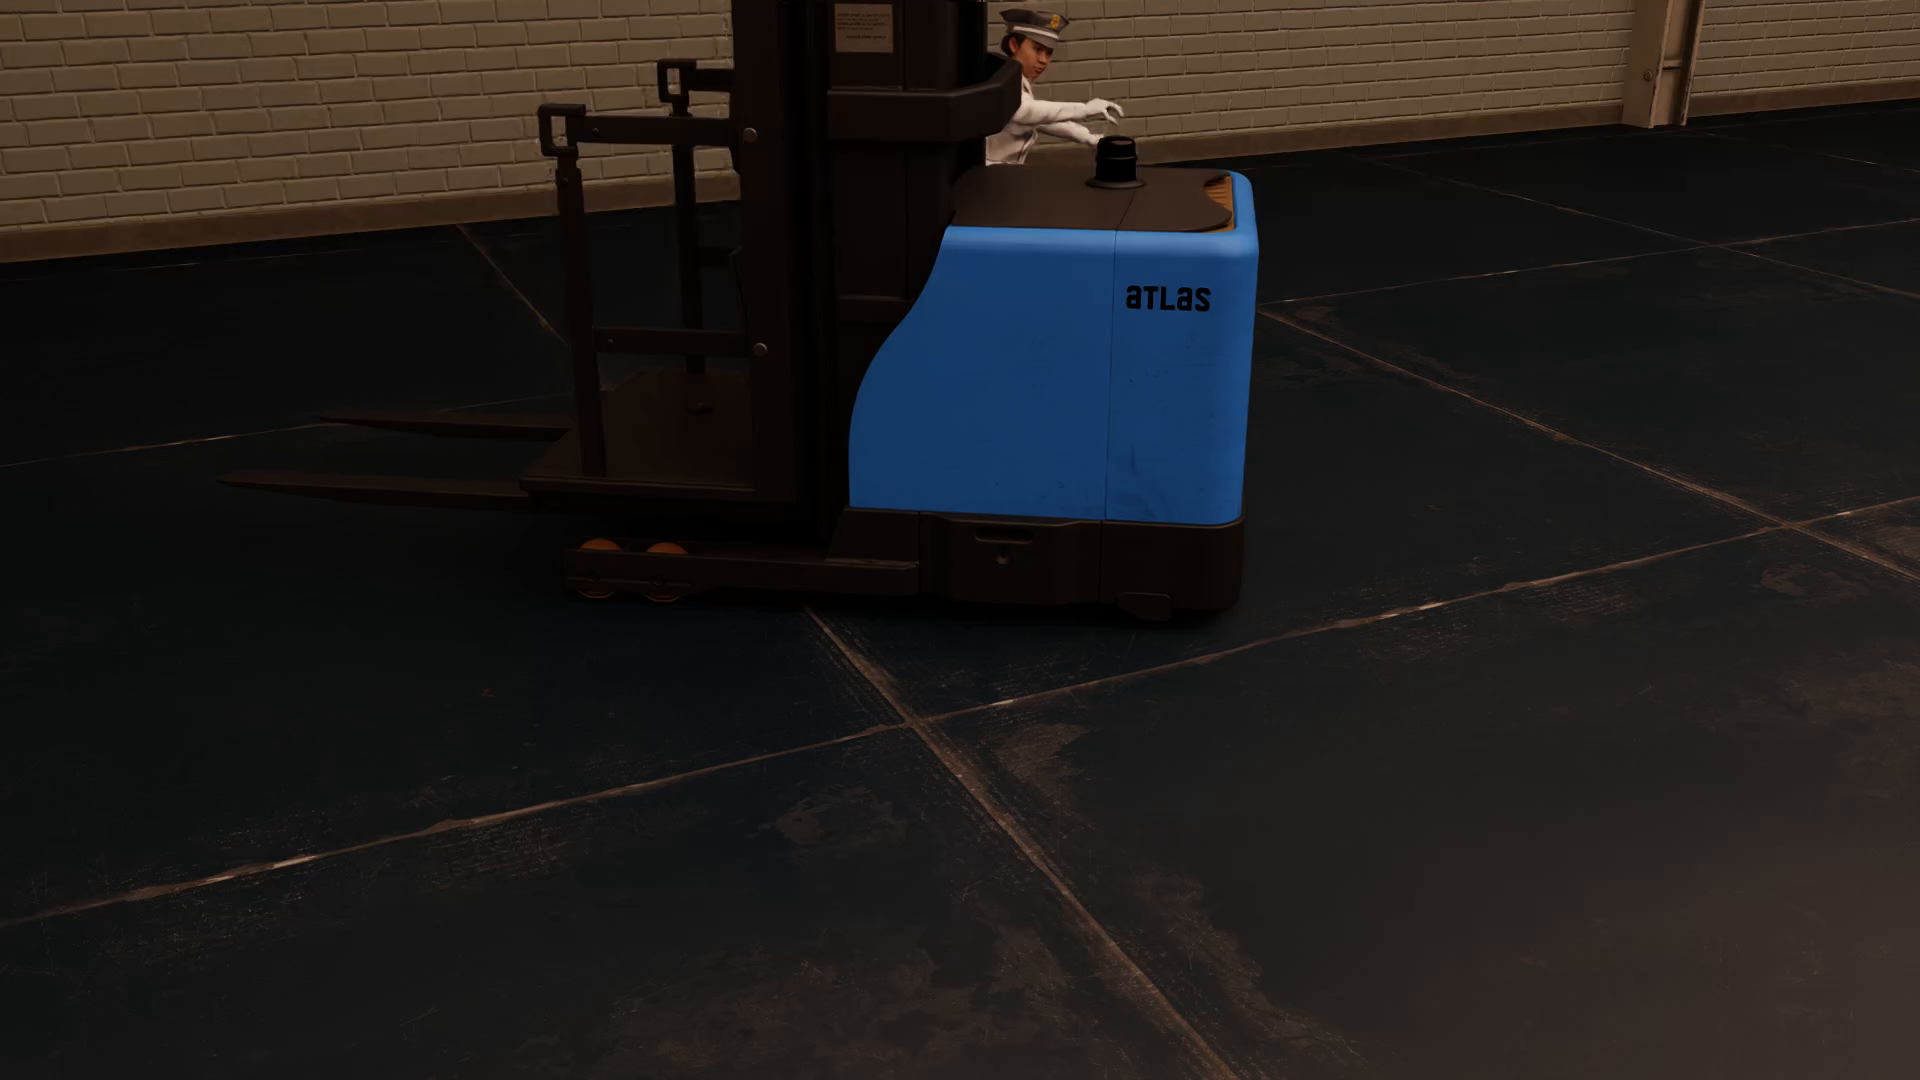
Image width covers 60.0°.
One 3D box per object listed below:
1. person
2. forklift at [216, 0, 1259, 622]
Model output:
[{"bbox_3d":[0.370,-1.357,6.572,1.047,1.423,0.760,-17,28,-36],"label":"person"},{"bbox_3d":[-0.677,-1.373,4.591,3.031,2.935,1.130,3,23,7],"label":"forklift"}]
